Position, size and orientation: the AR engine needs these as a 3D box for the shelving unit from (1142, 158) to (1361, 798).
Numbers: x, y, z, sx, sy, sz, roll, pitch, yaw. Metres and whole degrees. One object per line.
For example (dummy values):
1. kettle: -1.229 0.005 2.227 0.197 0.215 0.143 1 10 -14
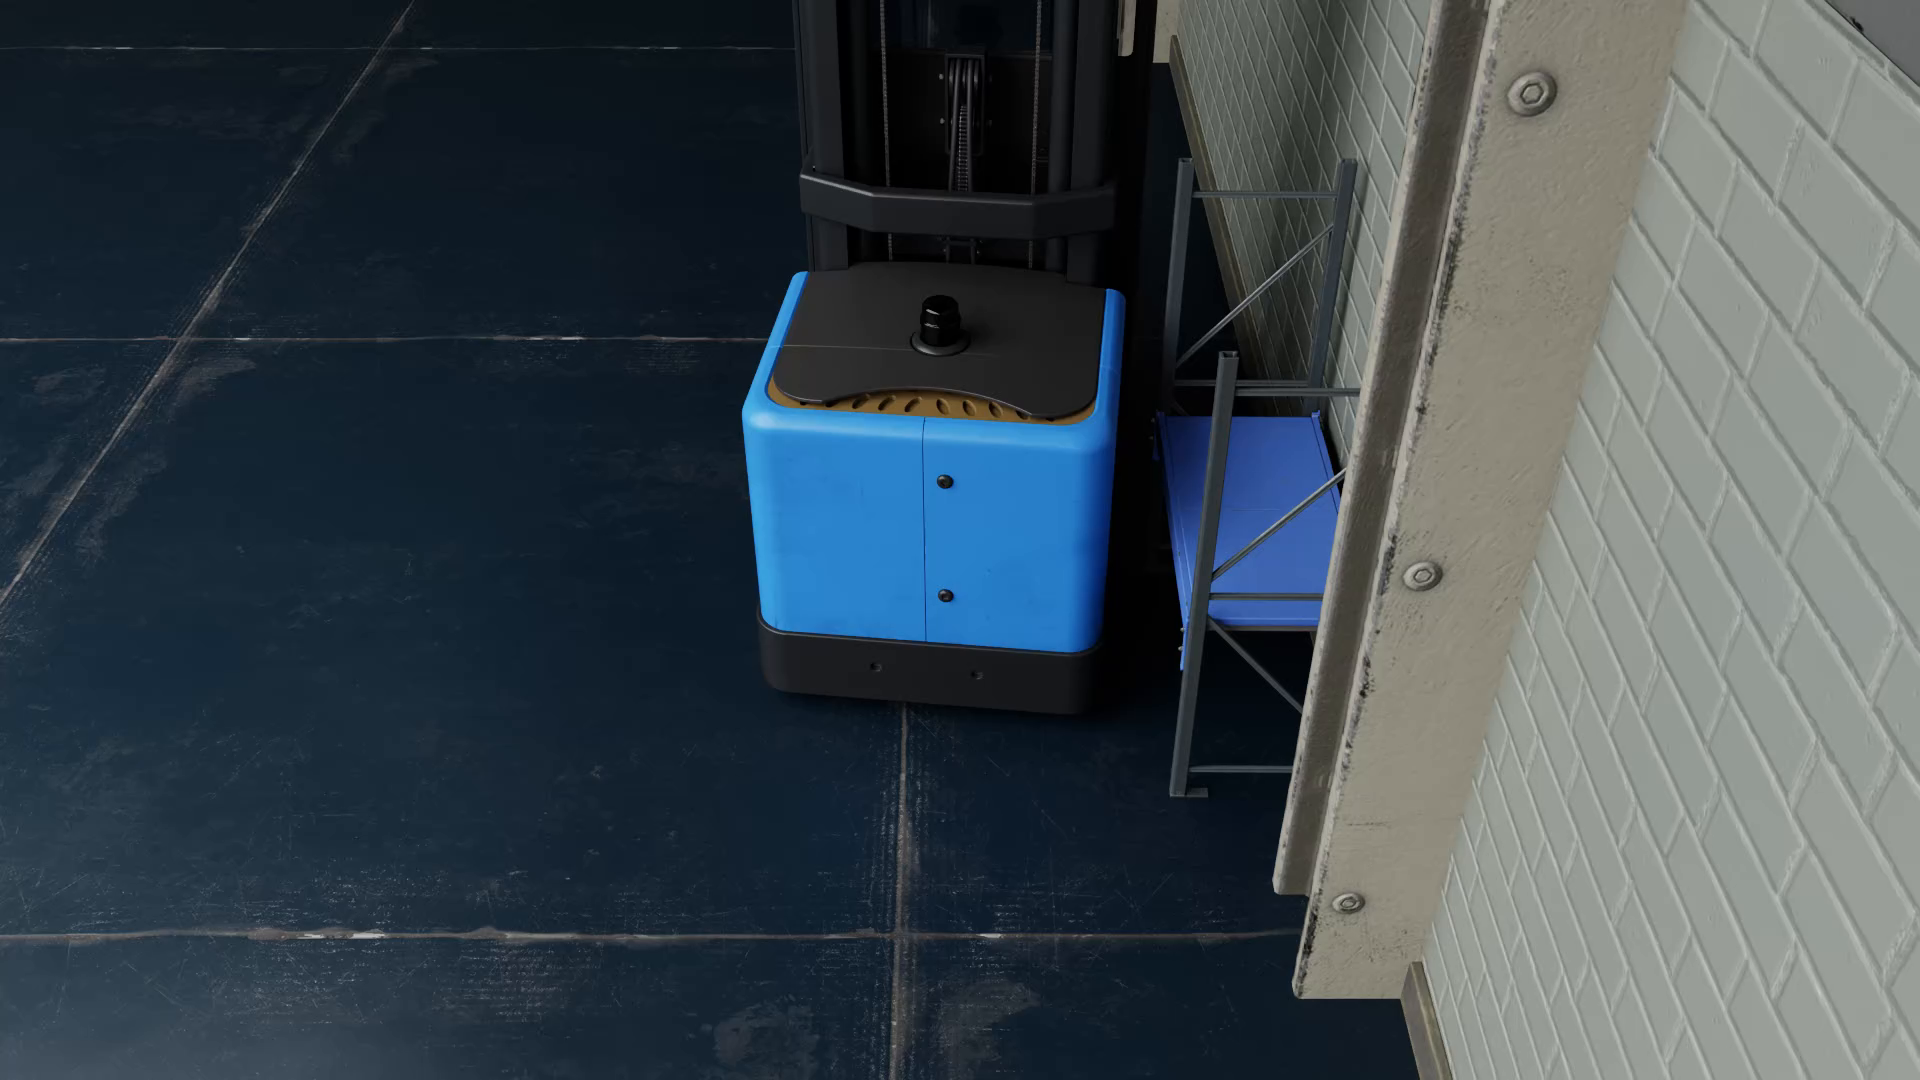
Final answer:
1. shelving unit: 0.864 -0.165 4.757 0.538 1.500 1.048 0 39 0

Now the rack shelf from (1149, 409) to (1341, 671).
1. rack shelf: 0.864 -0.025 4.870 0.538 0.185 1.000 0 39 0

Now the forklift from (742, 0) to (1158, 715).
1. forklift: 0.071 -1.534 5.321 1.130 2.935 3.031 4 39 5

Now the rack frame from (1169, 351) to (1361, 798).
1. rack frame: 0.859 0.152 4.360 0.500 1.500 0.032 0 39 0

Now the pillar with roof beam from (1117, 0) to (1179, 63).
1. pillar with roof beam: -3.296 -6.206 6.298 9.100 9.000 0.400 0 39 0

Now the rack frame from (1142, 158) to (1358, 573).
1. rack frame: 0.868 -0.483 5.154 0.500 1.500 0.032 0 39 0

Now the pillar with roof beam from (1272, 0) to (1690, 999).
1. pillar with roof beam: -3.289 -2.454 1.616 9.100 9.000 0.400 0 39 0
